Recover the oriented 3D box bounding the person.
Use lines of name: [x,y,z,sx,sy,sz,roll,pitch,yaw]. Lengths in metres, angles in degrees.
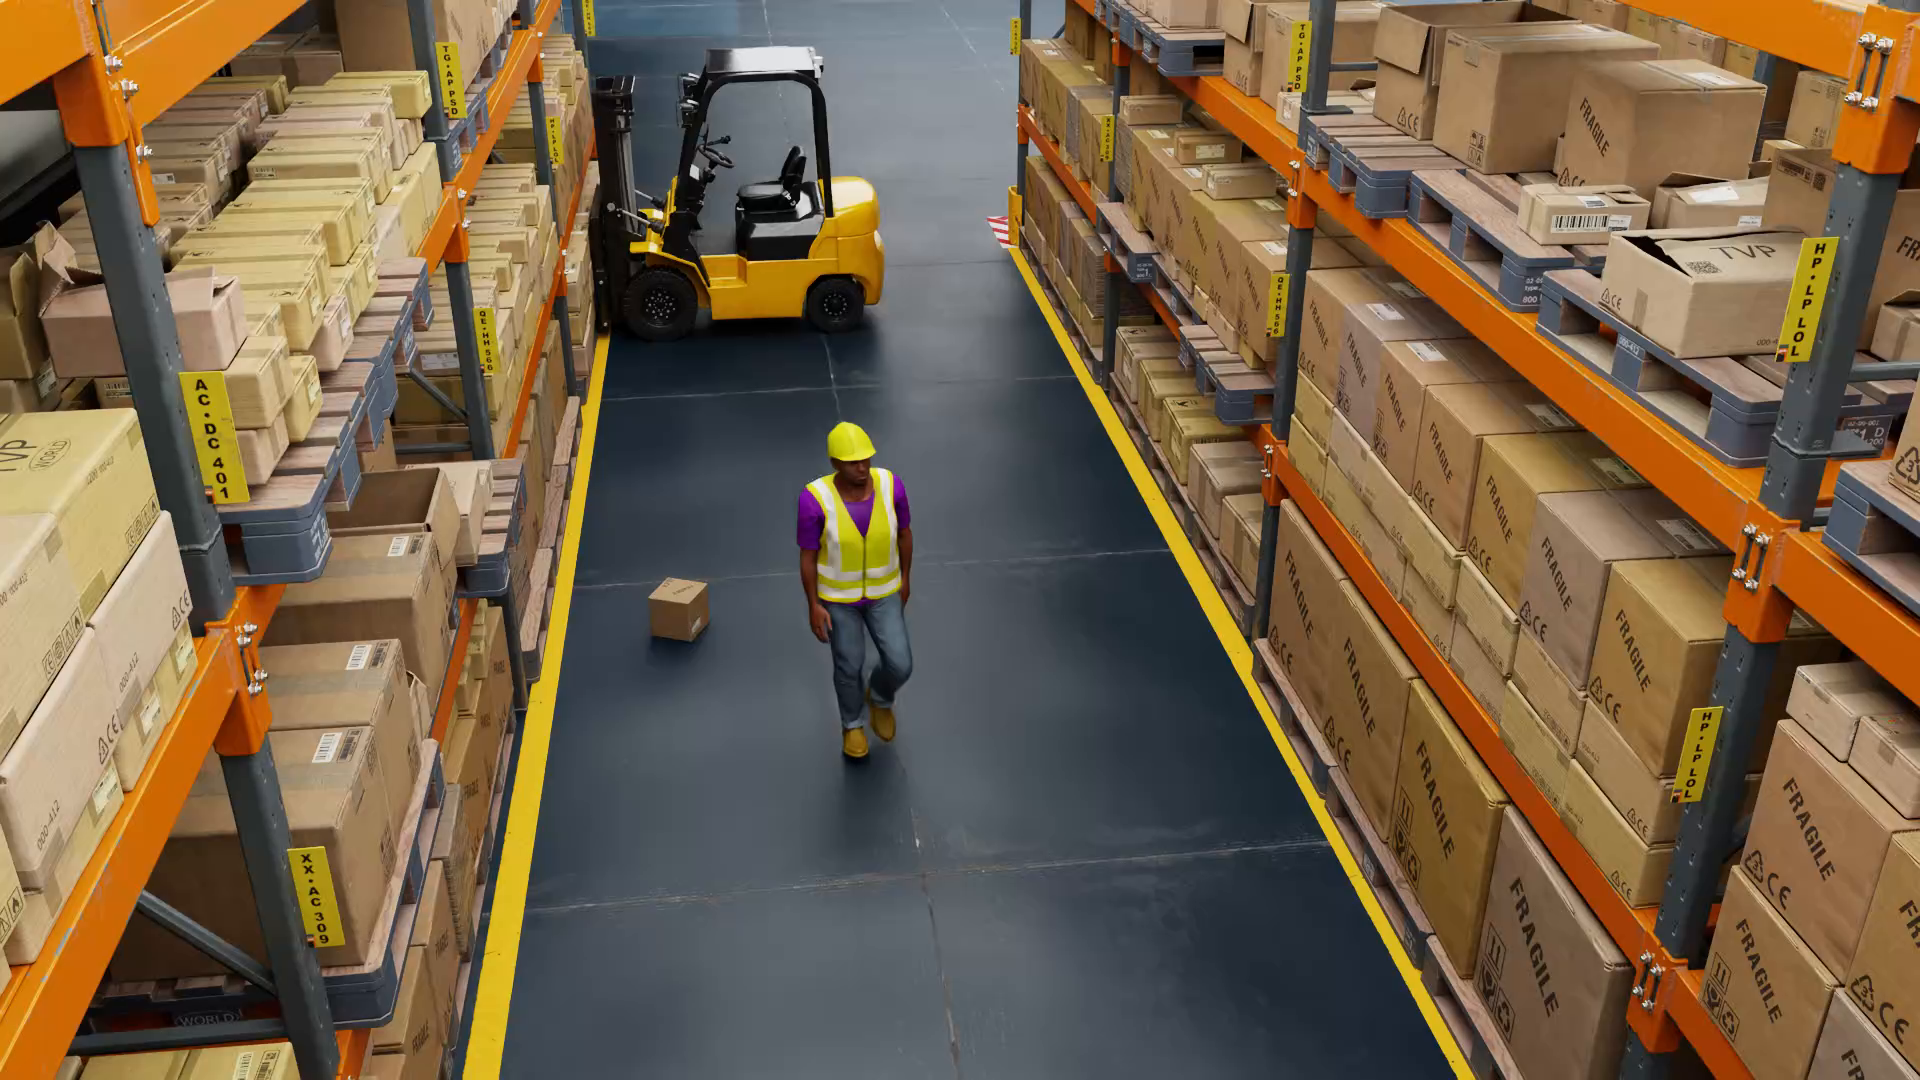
person: [-0.485,0.262,8.032,0.580,1.775,0.449,-8,28,-15]
